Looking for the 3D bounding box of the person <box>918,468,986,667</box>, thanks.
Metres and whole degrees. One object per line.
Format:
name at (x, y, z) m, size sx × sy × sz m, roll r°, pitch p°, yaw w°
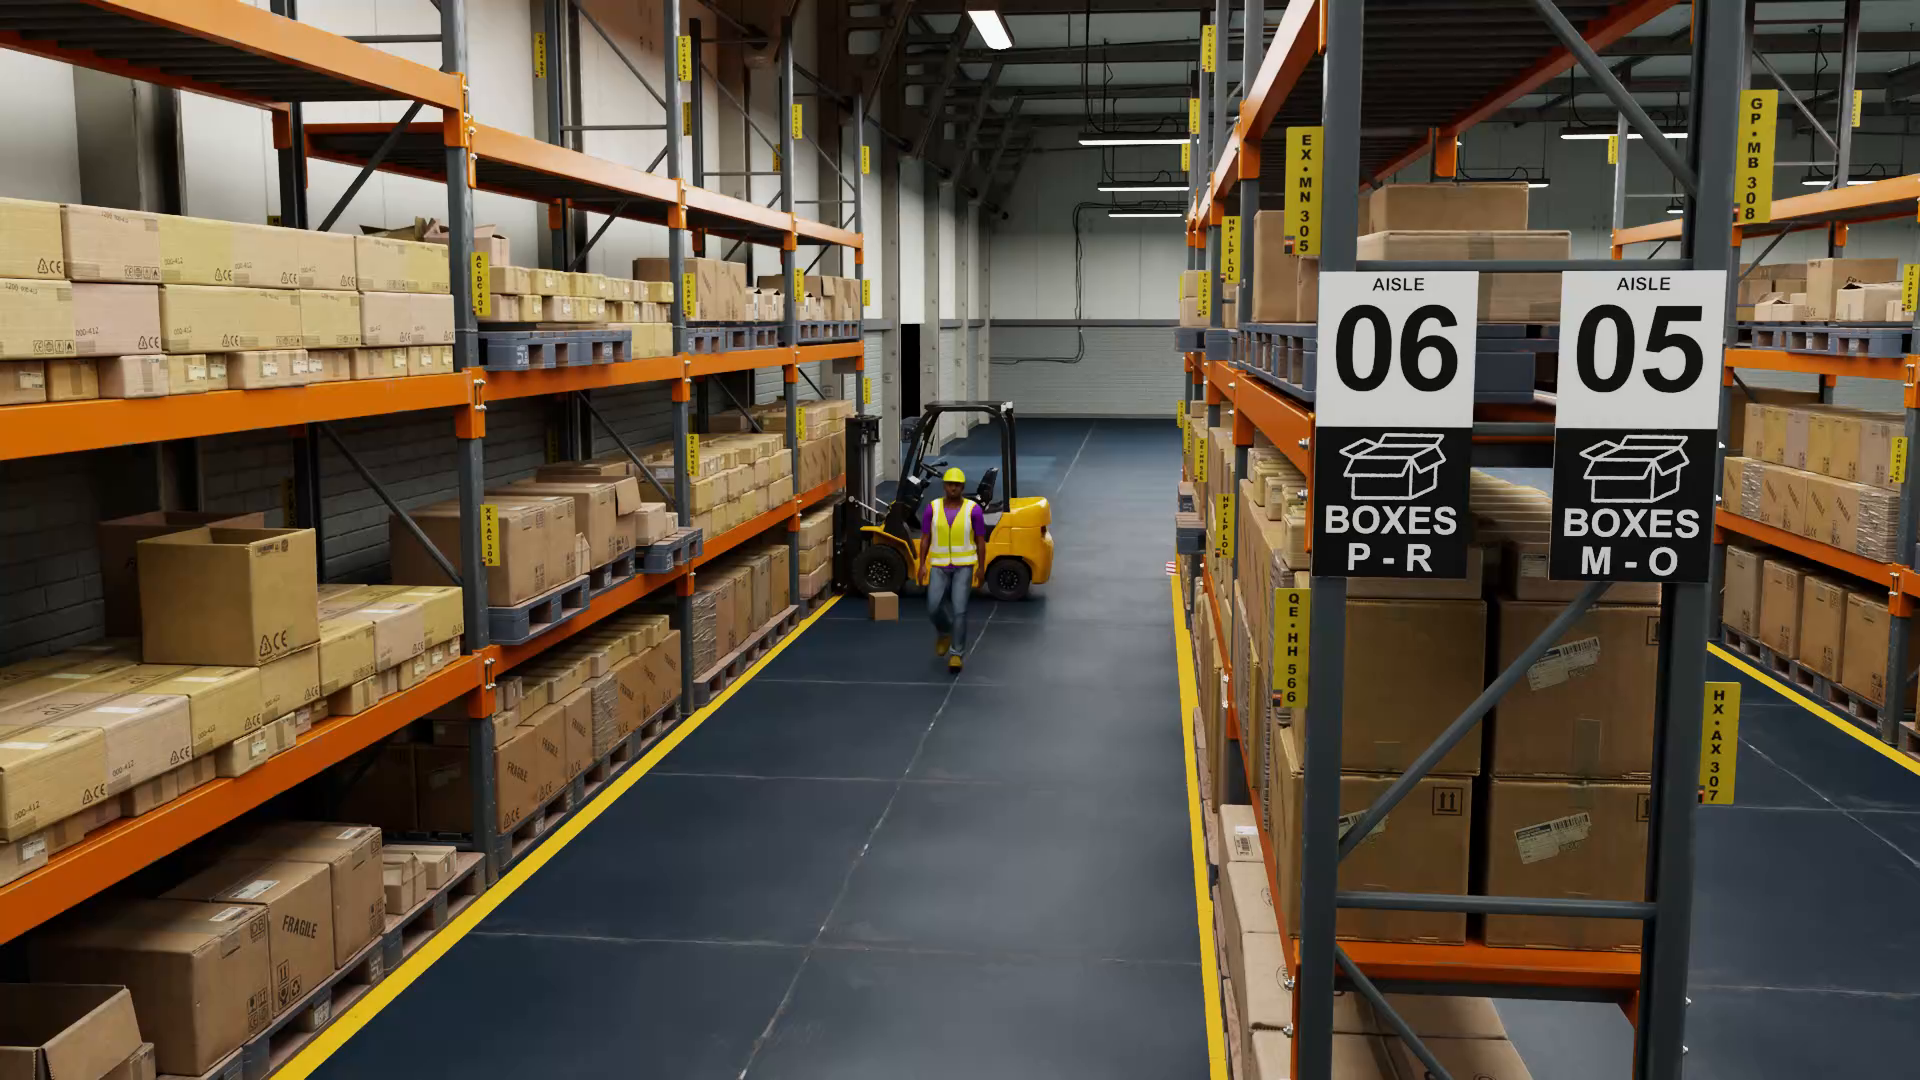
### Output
person at (-0.074, 0.235, 14.723) m, size 0.609 × 1.757 × 0.563 m, roll 1°, pitch 8°, yaw 7°
